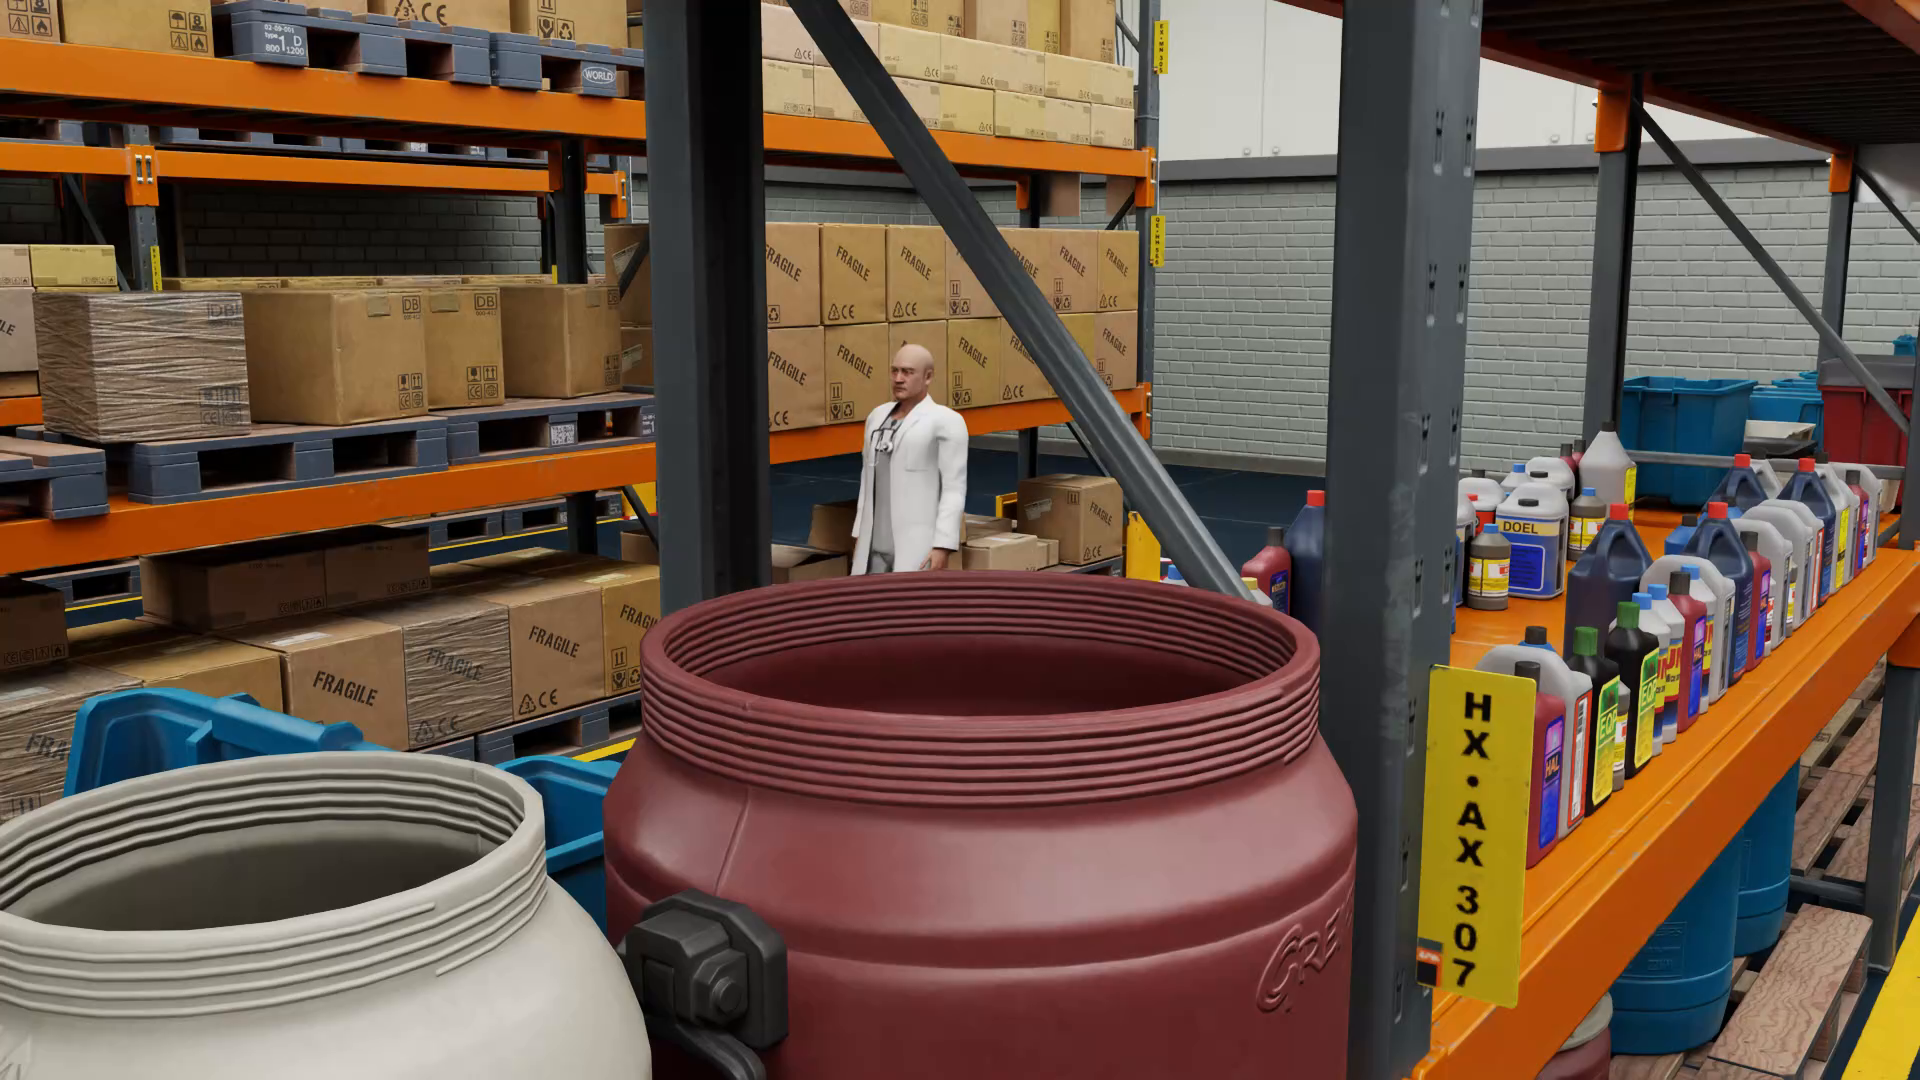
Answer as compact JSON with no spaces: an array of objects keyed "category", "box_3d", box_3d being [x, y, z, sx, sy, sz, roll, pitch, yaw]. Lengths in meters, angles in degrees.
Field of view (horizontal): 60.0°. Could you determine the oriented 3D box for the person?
[{"category":"person","box_3d":[-0.241,0.063,7.295,0.601,1.833,0.429,7,12,37]}]
